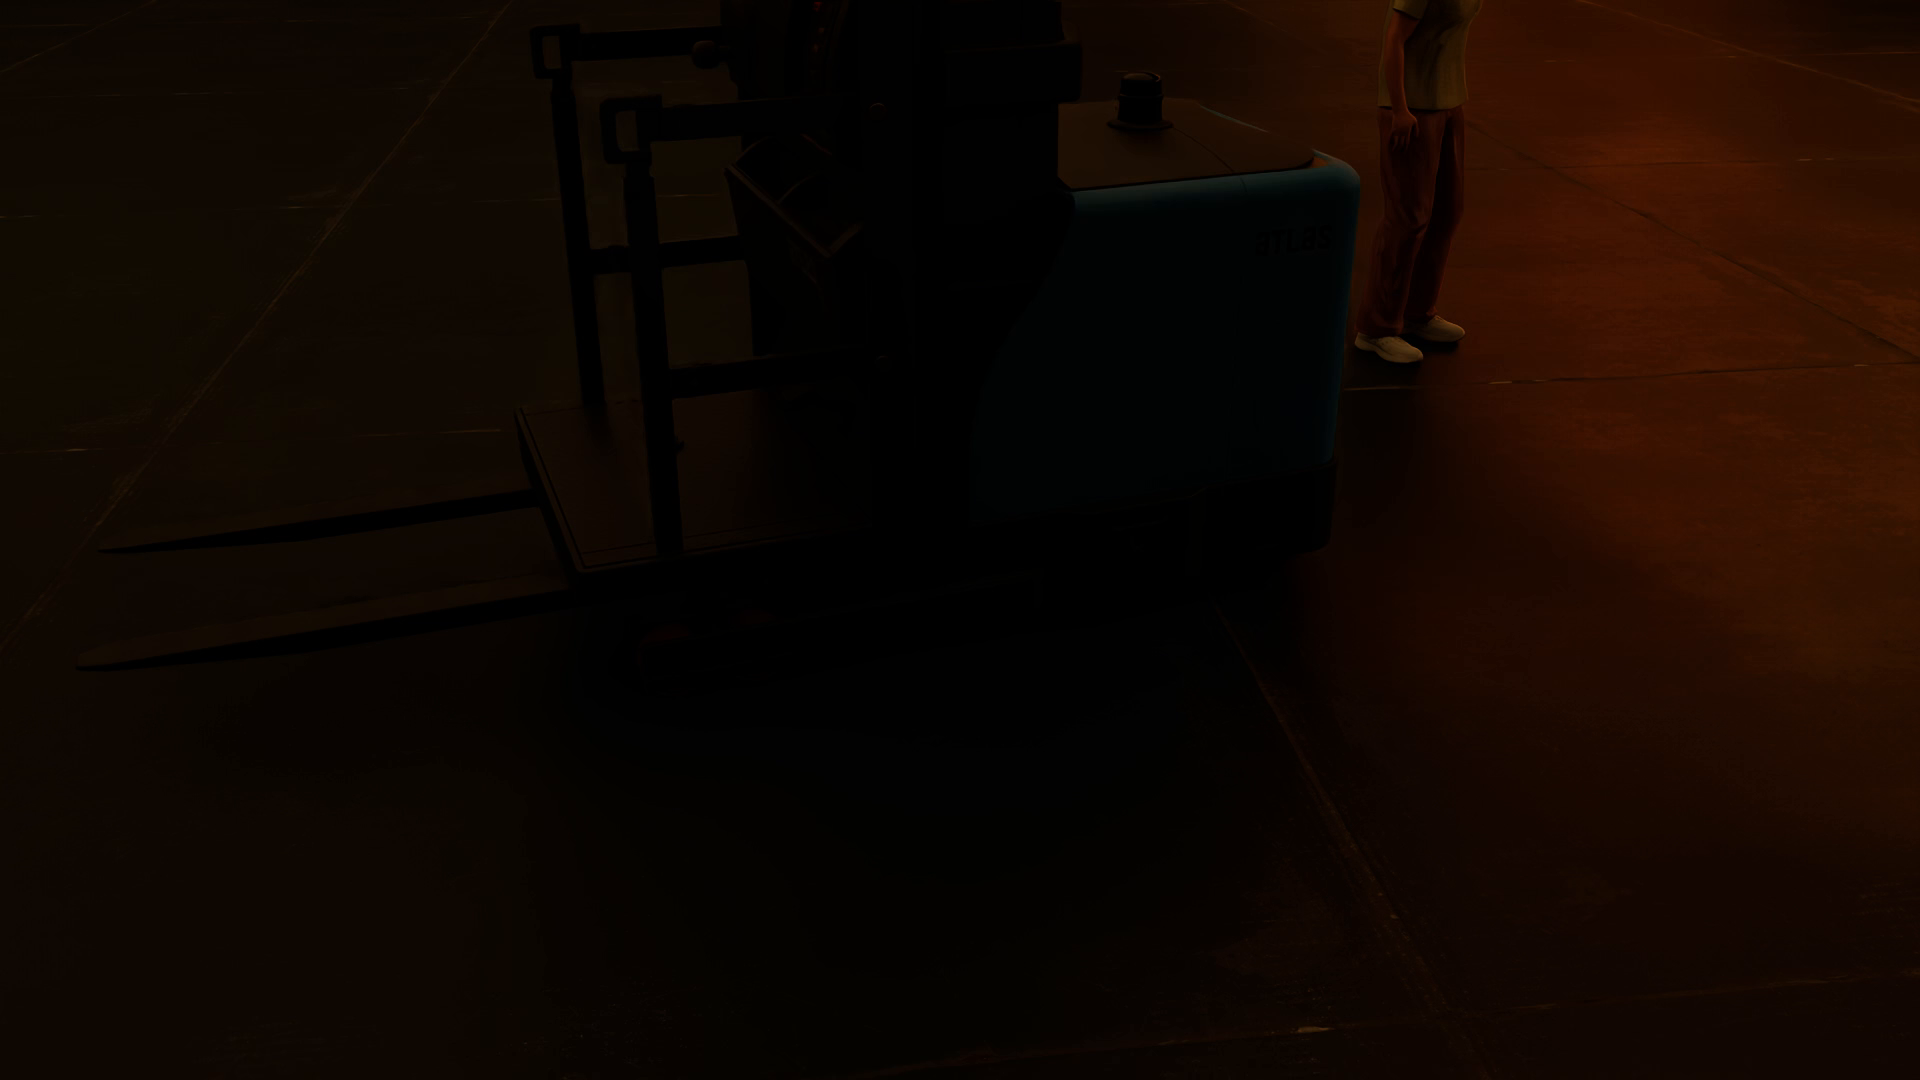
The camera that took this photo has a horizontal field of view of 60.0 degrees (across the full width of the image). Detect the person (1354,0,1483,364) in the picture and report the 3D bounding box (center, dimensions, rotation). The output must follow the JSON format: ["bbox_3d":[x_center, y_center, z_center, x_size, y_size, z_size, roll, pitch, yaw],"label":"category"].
[{"bbox_3d":[1.631,-1.482,5.757,0.359,1.671,0.509,20,32,36],"label":"person"}]

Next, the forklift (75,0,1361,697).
[{"bbox_3d":[-0.583,-1.217,3.756,3.031,2.935,1.130,-9,27,-19],"label":"forklift"}]
